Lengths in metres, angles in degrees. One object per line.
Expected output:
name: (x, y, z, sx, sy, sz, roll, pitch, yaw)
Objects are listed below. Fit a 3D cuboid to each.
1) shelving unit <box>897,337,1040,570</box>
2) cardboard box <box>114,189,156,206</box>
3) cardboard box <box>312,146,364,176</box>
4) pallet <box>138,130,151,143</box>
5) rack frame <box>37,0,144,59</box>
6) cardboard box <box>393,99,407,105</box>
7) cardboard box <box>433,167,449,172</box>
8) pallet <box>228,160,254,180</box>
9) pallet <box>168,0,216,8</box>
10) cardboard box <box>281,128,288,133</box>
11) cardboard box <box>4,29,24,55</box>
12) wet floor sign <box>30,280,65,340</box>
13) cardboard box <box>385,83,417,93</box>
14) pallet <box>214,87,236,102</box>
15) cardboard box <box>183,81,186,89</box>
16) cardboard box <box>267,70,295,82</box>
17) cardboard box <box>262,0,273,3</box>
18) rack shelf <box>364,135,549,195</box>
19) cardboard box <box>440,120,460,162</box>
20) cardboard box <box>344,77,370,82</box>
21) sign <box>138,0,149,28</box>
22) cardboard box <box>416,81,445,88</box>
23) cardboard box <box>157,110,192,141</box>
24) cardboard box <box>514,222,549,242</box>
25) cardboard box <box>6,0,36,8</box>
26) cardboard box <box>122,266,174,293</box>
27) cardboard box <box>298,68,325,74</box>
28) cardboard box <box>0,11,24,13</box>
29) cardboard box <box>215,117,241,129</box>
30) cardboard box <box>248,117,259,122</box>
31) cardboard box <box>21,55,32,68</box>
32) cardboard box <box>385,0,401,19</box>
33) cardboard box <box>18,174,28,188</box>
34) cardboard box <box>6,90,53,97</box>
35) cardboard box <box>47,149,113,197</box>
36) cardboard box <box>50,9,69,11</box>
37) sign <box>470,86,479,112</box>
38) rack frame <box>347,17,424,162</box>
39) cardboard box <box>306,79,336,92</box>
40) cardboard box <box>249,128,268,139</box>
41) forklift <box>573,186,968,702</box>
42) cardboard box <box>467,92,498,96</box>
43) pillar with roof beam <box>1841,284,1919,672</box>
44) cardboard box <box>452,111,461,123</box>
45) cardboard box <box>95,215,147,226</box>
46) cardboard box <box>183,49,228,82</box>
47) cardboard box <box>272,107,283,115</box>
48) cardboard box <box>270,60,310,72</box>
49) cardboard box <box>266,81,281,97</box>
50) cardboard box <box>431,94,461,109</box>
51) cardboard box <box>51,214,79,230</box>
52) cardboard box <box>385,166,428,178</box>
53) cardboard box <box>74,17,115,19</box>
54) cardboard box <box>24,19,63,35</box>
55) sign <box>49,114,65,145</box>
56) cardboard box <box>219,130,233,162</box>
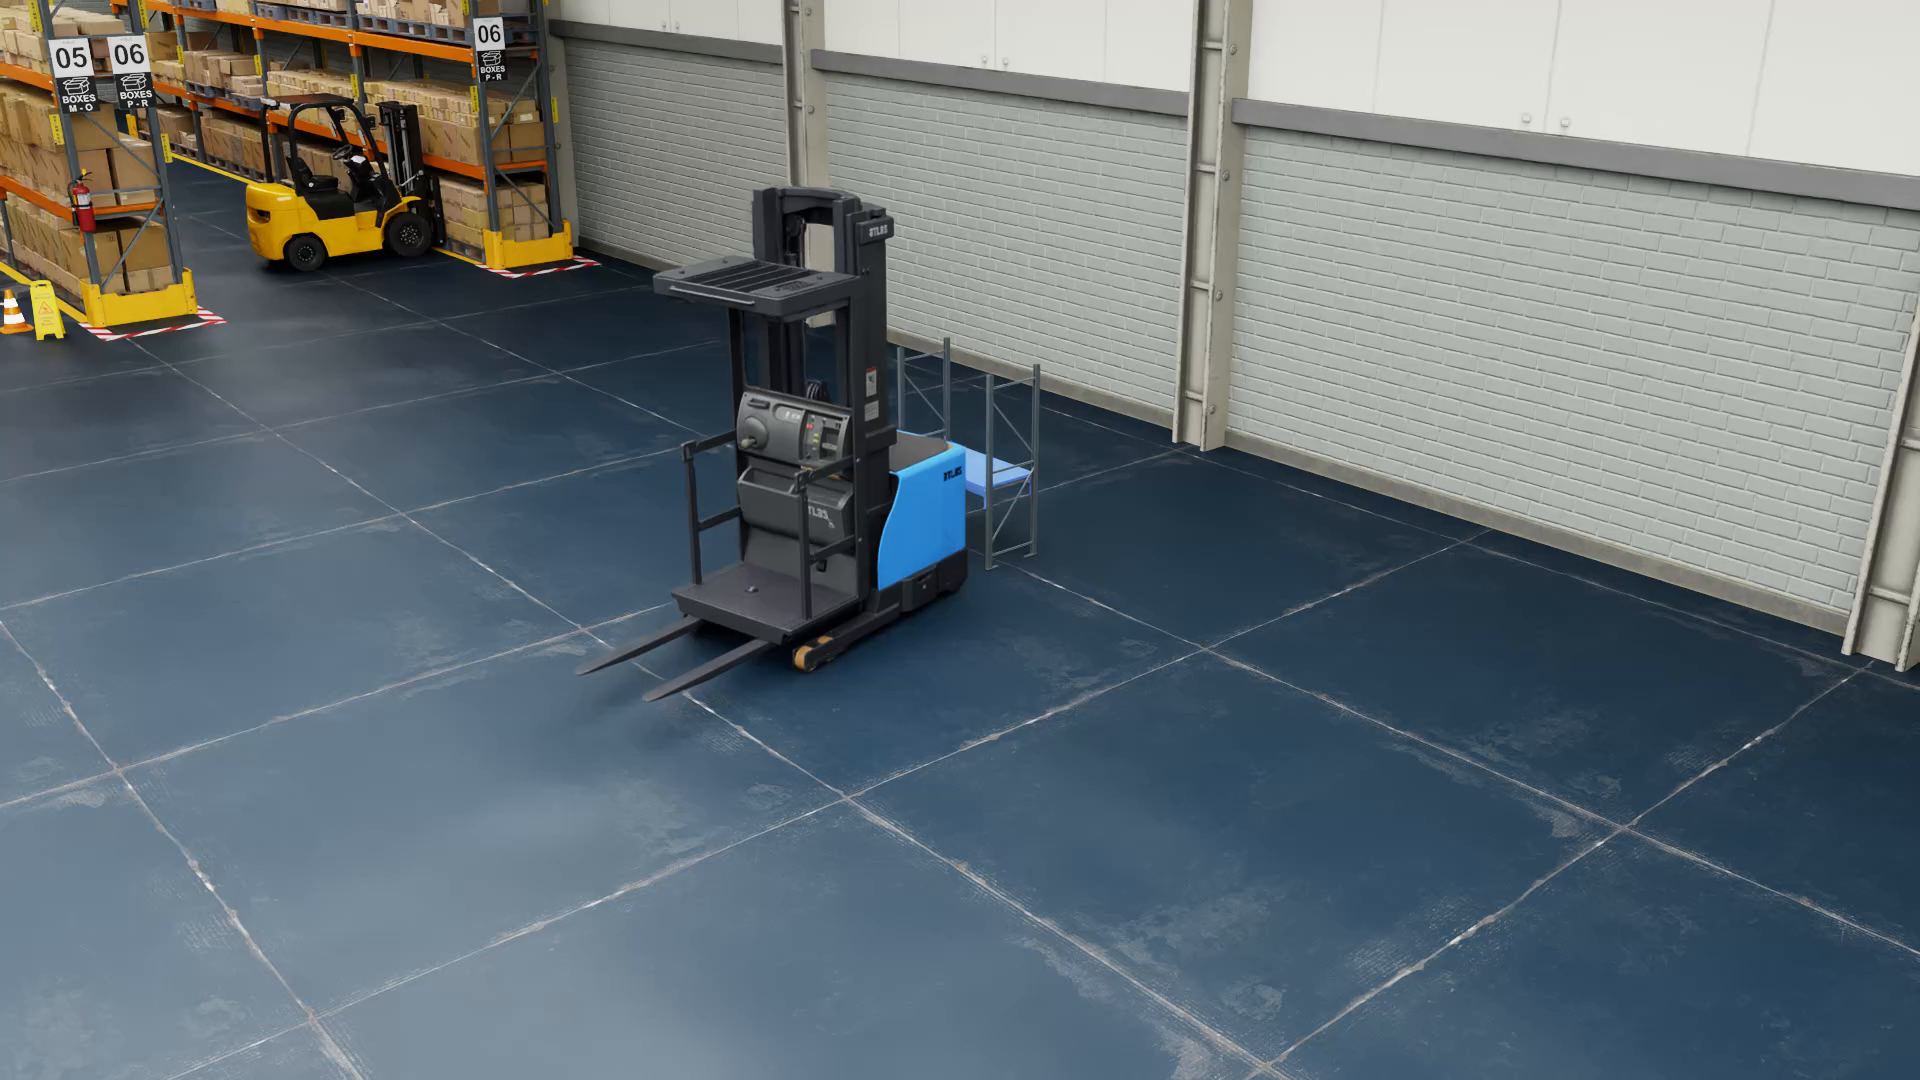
shelving unit: (0.056, -0.675, 12.650, 0.538, 1.500, 1.048, -17, 27, -37)
cardboard box: (-9.691, -4.038, 19.526, 0.380, 0.149, 0.250, -17, 27, -37)
cardboard box: (-9.822, -5.955, 26.754, 0.875, 0.625, 0.625, -19, 28, -40)
pallet: (-15.742, -8.076, 33.313, 1.003, 0.211, 1.213, -17, 27, -37)
rack frame: (-9.627, -6.805, 18.020, 1.000, 3.000, 0.127, -17, 27, -37)
cardboard box: (-7.834, -6.203, 23.681, 0.380, 0.149, 0.250, -18, 28, -38)
cardboard box: (-7.350, -5.311, 24.255, 0.500, 0.250, 0.500, -17, 27, -37)
pallet: (-12.341, -6.659, 29.695, 1.003, 0.211, 1.213, -17, 27, -37)
pallet: (-13.329, -9.622, 29.583, 1.213, 0.211, 1.003, -17, 27, -37)
cardboard box: (-11.571, -7.086, 28.926, 0.380, 0.149, 0.250, -17, 27, -37)
cardboard box: (-10.834, -5.836, 19.456, 0.500, 0.250, 0.500, -17, 27, -36)
wet floor sign: (-10.313, -2.609, 18.759, 0.267, 0.644, 0.232, -8, 23, -19)
cardboard box: (-8.084, -6.509, 24.056, 0.380, 0.149, 0.250, -18, 28, -38)
pallet: (-12.364, -7.852, 29.181, 1.003, 0.211, 1.213, -17, 27, -37)
cardboard box: (-14.101, -8.421, 30.716, 0.380, 0.149, 0.250, -17, 27, -37)
cardboard box: (-11.106, -7.595, 27.237, 0.380, 0.149, 0.250, -16, 27, -36)
cardboard box: (-10.802, -8.832, 26.458, 0.500, 0.500, 0.500, -17, 27, -37)
rack shelf: (-7.174, -5.412, 23.676, 1.077, 0.370, 4.000, -17, 27, -37)
cardboard box: (-6.720, -5.460, 22.675, 0.500, 0.500, 0.500, -16, 27, -36)
cardboard box: (-9.506, -7.229, 26.301, 0.380, 0.149, 0.250, -17, 27, -37)
sign: (-9.216, -5.945, 18.738, 0.100, 0.325, 0.005, -17, 27, -37)
cardboard box: (-7.727, -6.622, 24.342, 0.380, 0.149, 0.250, -18, 28, -38)
cardboard box: (-15.187, -8.040, 32.250, 0.500, 0.500, 0.500, -17, 27, -36)
cardboard box: (-6.041, -4.292, 23.024, 0.500, 0.250, 0.500, -17, 27, -37)
cardboard box: (-12.648, -7.265, 22.250, 0.500, 0.250, 0.500, -18, 28, -39)
cardboard box: (-9.944, -3.216, 20.276, 0.500, 0.250, 0.500, -18, 28, -38)
cardboard box: (-10.725, -7.712, 27.534, 0.380, 0.149, 0.250, -16, 27, -36)
cardboard box: (-11.570, -6.328, 20.165, 0.380, 0.149, 0.250, -19, 28, -39)
cardboard box: (-13.253, -7.555, 30.122, 0.380, 0.149, 0.250, -19, 28, -40)
cardboard box: (-12.715, -7.610, 30.262, 0.380, 0.149, 0.250, -19, 28, -40)
cardboard box: (-10.720, -5.610, 19.425, 0.380, 0.149, 0.250, -18, 28, -38)
cardboard box: (-7.741, -7.394, 23.107, 0.396, 0.266, 0.258, -18, 28, -39)
cardboard box: (-11.447, -4.481, 20.657, 0.380, 0.149, 0.250, -17, 27, -37)
cardboard box: (-11.081, -5.181, 20.182, 0.700, 0.500, 0.500, -18, 27, -38)
cardboard box: (-10.189, -4.281, 19.257, 0.500, 0.500, 0.500, -18, 28, -38)
cardboard box: (-11.173, -6.448, 20.473, 0.380, 0.149, 0.250, -18, 28, -38)
sign: (-6.289, -5.719, 21.560, 0.100, 0.325, 0.005, -17, 27, -37)
rack frame: (-8.480, -6.300, 24.955, 1.000, 3.000, 0.127, -17, 27, -37)
cardboard box: (-9.959, -7.091, 25.948, 0.380, 0.149, 0.250, -18, 28, -39)
cardboard box: (-12.083, -7.050, 28.833, 0.380, 0.149, 0.250, -16, 27, -36)
forklift: (-1.226, -0.711, 10.779, 1.130, 2.935, 3.031, 15, 26, 34)
cardboard box: (-6.596, -6.114, 23.047, 0.380, 0.149, 0.250, -16, 27, -36)
pillar with roof beam: (2.848, -2.397, 6.765, 9.100, 9.000, 0.400, -17, 27, -37)
cardboard box: (-6.619, -5.722, 22.454, 0.380, 0.149, 0.250, -17, 27, -36)
cardboard box: (-10.304, -3.715, 20.522, 0.500, 0.500, 0.500, -19, 28, -39)
cardboard box: (-13.555, -8.565, 30.027, 0.700, 0.500, 0.500, -17, 27, -36)
cardboard box: (-10.986, -7.154, 27.343, 0.500, 0.250, 0.500, -17, 27, -37)
cardboard box: (-11.308, -7.826, 28.140, 0.500, 0.500, 0.500, -16, 26, -35)
cardboard box: (-11.005, -7.381, 27.237, 0.500, 0.250, 0.500, -17, 27, -37)
cardboard box: (-6.998, -5.989, 22.728, 0.380, 0.149, 0.250, -17, 27, -36)
cardboard box: (-10.638, -3.823, 19.909, 0.380, 0.149, 0.250, -16, 27, -36)
cardboard box: (-8.075, -5.329, 24.299, 0.500, 0.250, 0.500, -17, 27, -37)
cardboard box: (-9.997, -5.959, 19.224, 0.380, 0.149, 0.250, -17, 27, -37)
cardboard box: (-10.391, -5.833, 18.901, 0.380, 0.149, 0.250, -18, 28, -38)
sign: (-10.060, -4.572, 18.522, 0.100, 0.325, 0.005, -17, 27, -37)
cardboard box: (-12.879, -7.071, 29.776, 0.500, 0.500, 0.500, -18, 28, -39)
